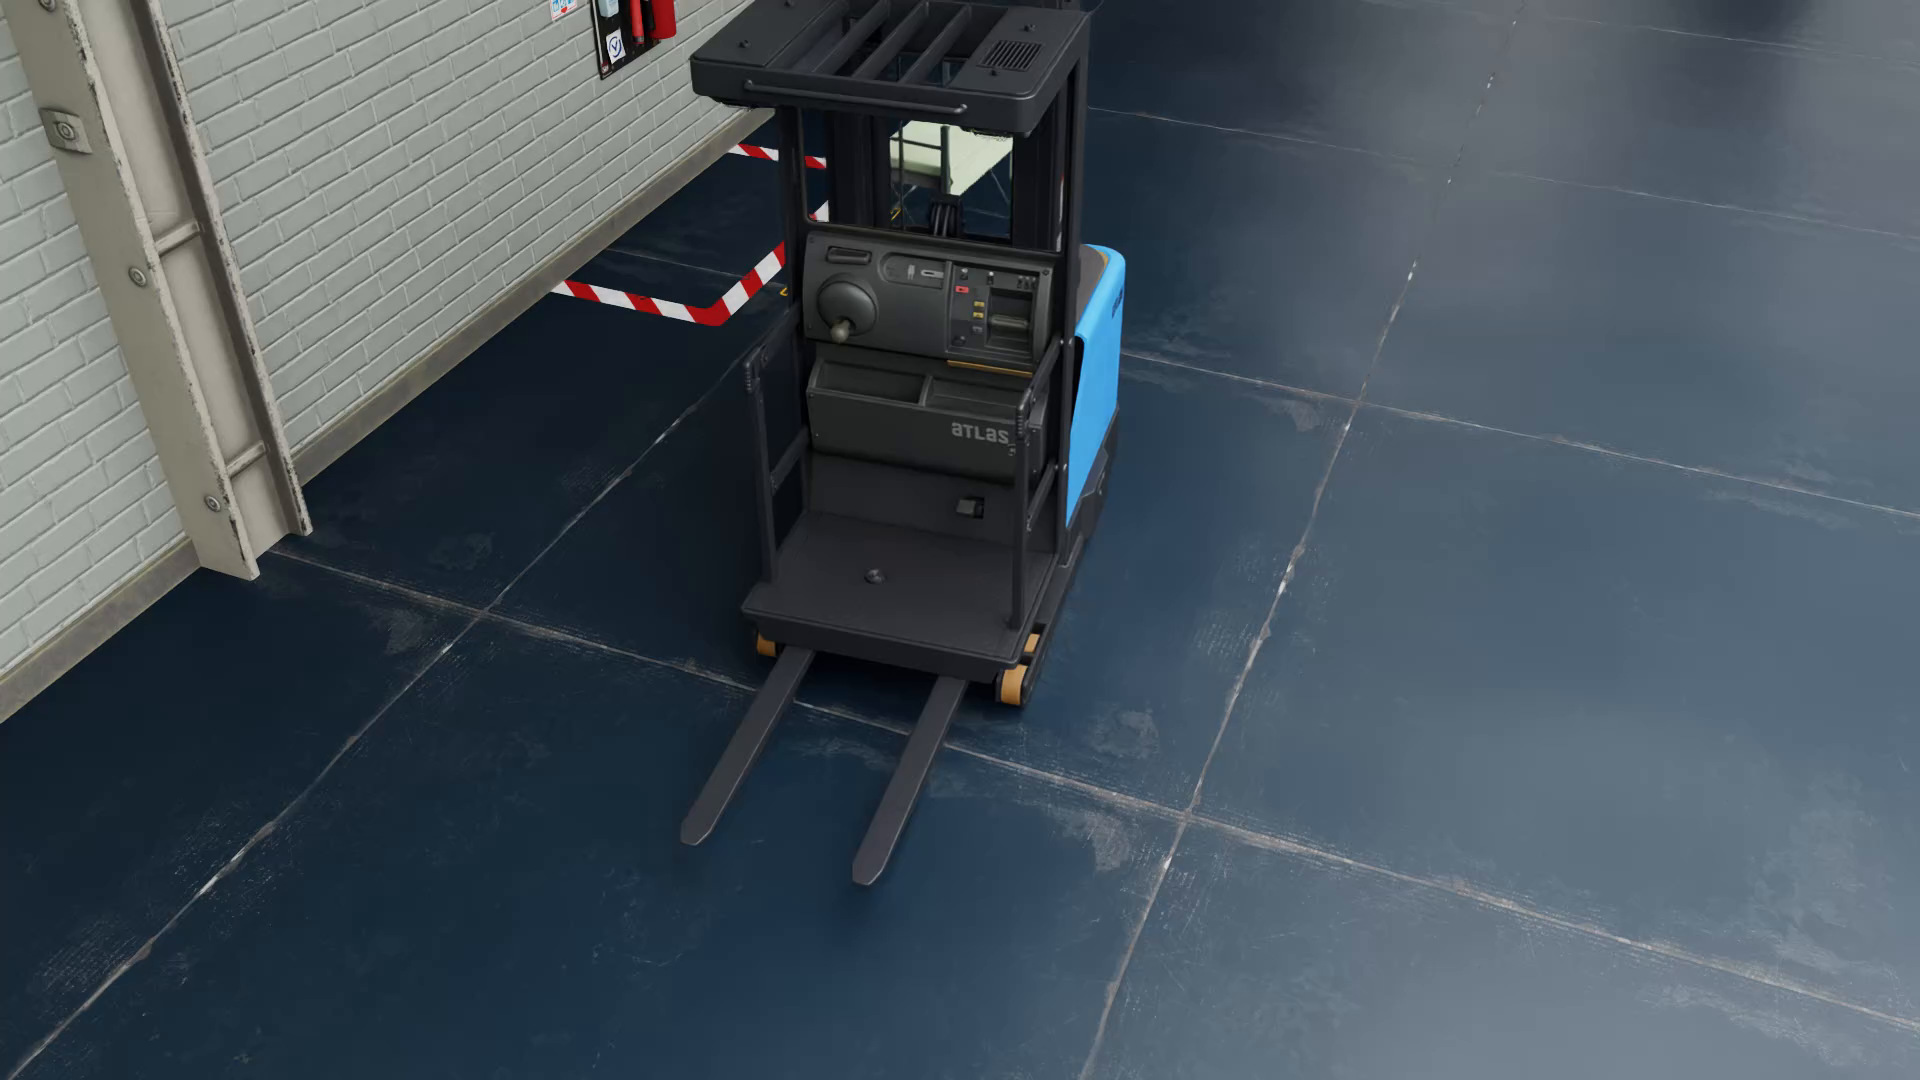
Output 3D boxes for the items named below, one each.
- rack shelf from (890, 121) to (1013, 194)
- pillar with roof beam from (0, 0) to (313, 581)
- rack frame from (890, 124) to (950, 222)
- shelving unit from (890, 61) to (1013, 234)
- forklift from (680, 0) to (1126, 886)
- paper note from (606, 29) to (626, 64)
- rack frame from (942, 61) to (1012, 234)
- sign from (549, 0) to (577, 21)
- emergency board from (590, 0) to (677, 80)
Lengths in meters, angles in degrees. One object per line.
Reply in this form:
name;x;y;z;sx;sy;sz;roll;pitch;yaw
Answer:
rack shelf;-0.064;-1.729;7.658;0.431;0.370;0.720;16;40;21
pillar with roof beam;0.924;-2.596;3.207;9.100;9.000;0.400;14;39;18
rack frame;-0.226;-1.220;7.629;0.400;1.500;0.023;16;40;21
shelving unit;-0.064;-1.416;7.892;0.431;1.500;0.755;16;40;21
forklift;-0.184;-0.803;5.876;1.130;2.935;3.031;10;38;13
paper note;-1.881;-2.701;9.094;0.016;0.148;0.142;14;39;18
rack frame;0.097;-1.613;8.155;0.400;1.500;0.023;16;40;21
sign;-2.056;-2.868;8.552;0.001;0.329;0.234;14;39;18
emergency board;-1.750;-3.136;8.940;0.194;1.169;0.643;14;39;18
